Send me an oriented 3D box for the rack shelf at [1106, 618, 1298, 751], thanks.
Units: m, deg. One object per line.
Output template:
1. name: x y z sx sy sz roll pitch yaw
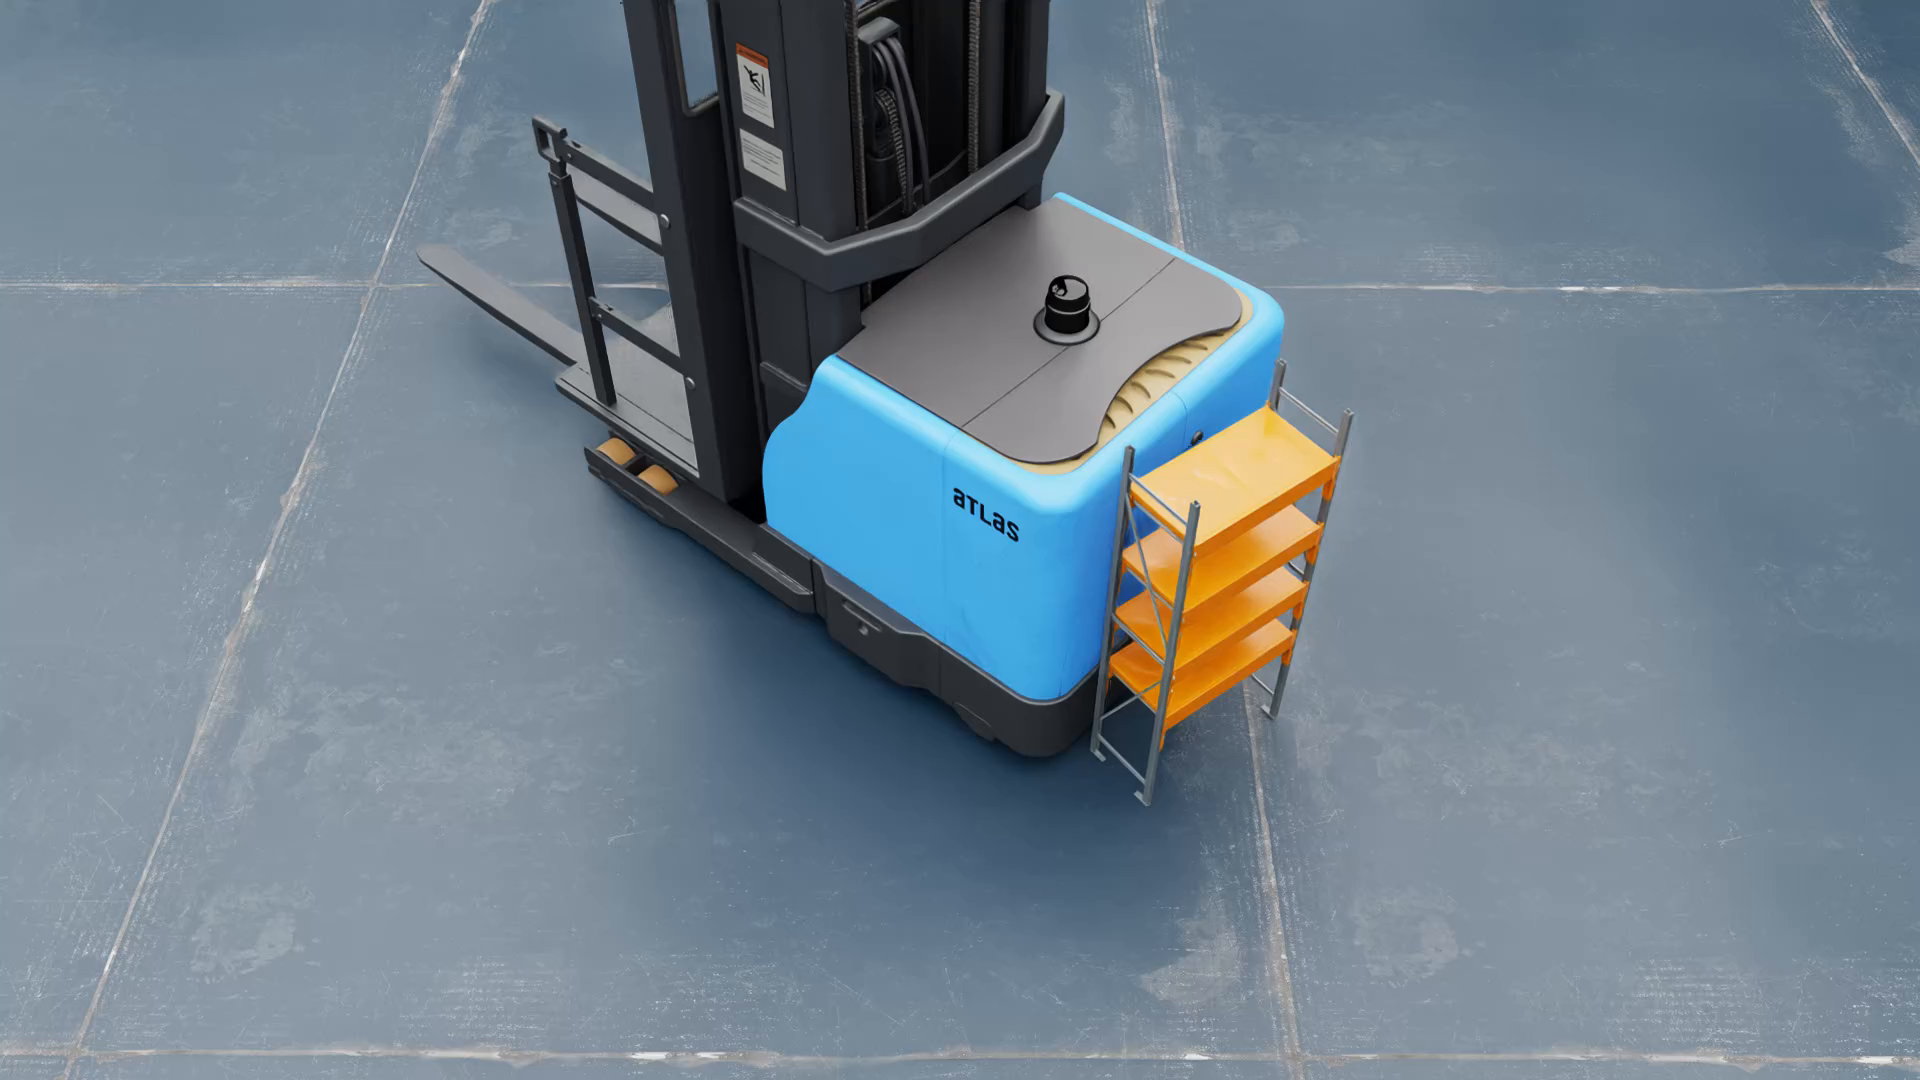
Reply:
1. rack shelf: 0.642 0.327 4.487 0.480 0.148 0.258 -29 54 -25

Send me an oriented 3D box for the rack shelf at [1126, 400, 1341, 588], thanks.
1. rack shelf: 0.648 -0.116 3.999 0.480 0.148 0.258 -29 54 -25

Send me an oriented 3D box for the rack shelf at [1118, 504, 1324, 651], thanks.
1. rack shelf: 0.645 0.043 4.174 0.480 0.148 0.258 -29 54 -25

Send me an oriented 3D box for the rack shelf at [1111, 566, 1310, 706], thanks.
1. rack shelf: 0.643 0.193 4.340 0.480 0.148 0.258 -29 54 -25

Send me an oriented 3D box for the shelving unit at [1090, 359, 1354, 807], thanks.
1. shelving unit: 0.644 0.148 4.290 0.503 1.200 0.258 -29 54 -25

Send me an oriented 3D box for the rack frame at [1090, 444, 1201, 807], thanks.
1. rack frame: 0.451 0.257 4.188 0.015 1.200 0.240 -29 54 -25

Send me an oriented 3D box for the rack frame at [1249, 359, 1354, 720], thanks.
1. rack frame: 0.837 0.039 4.391 0.015 1.200 0.240 -29 54 -25

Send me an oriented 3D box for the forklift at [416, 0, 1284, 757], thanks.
1. forklift: -0.571 -1.332 4.487 3.031 2.935 1.130 32 55 26
